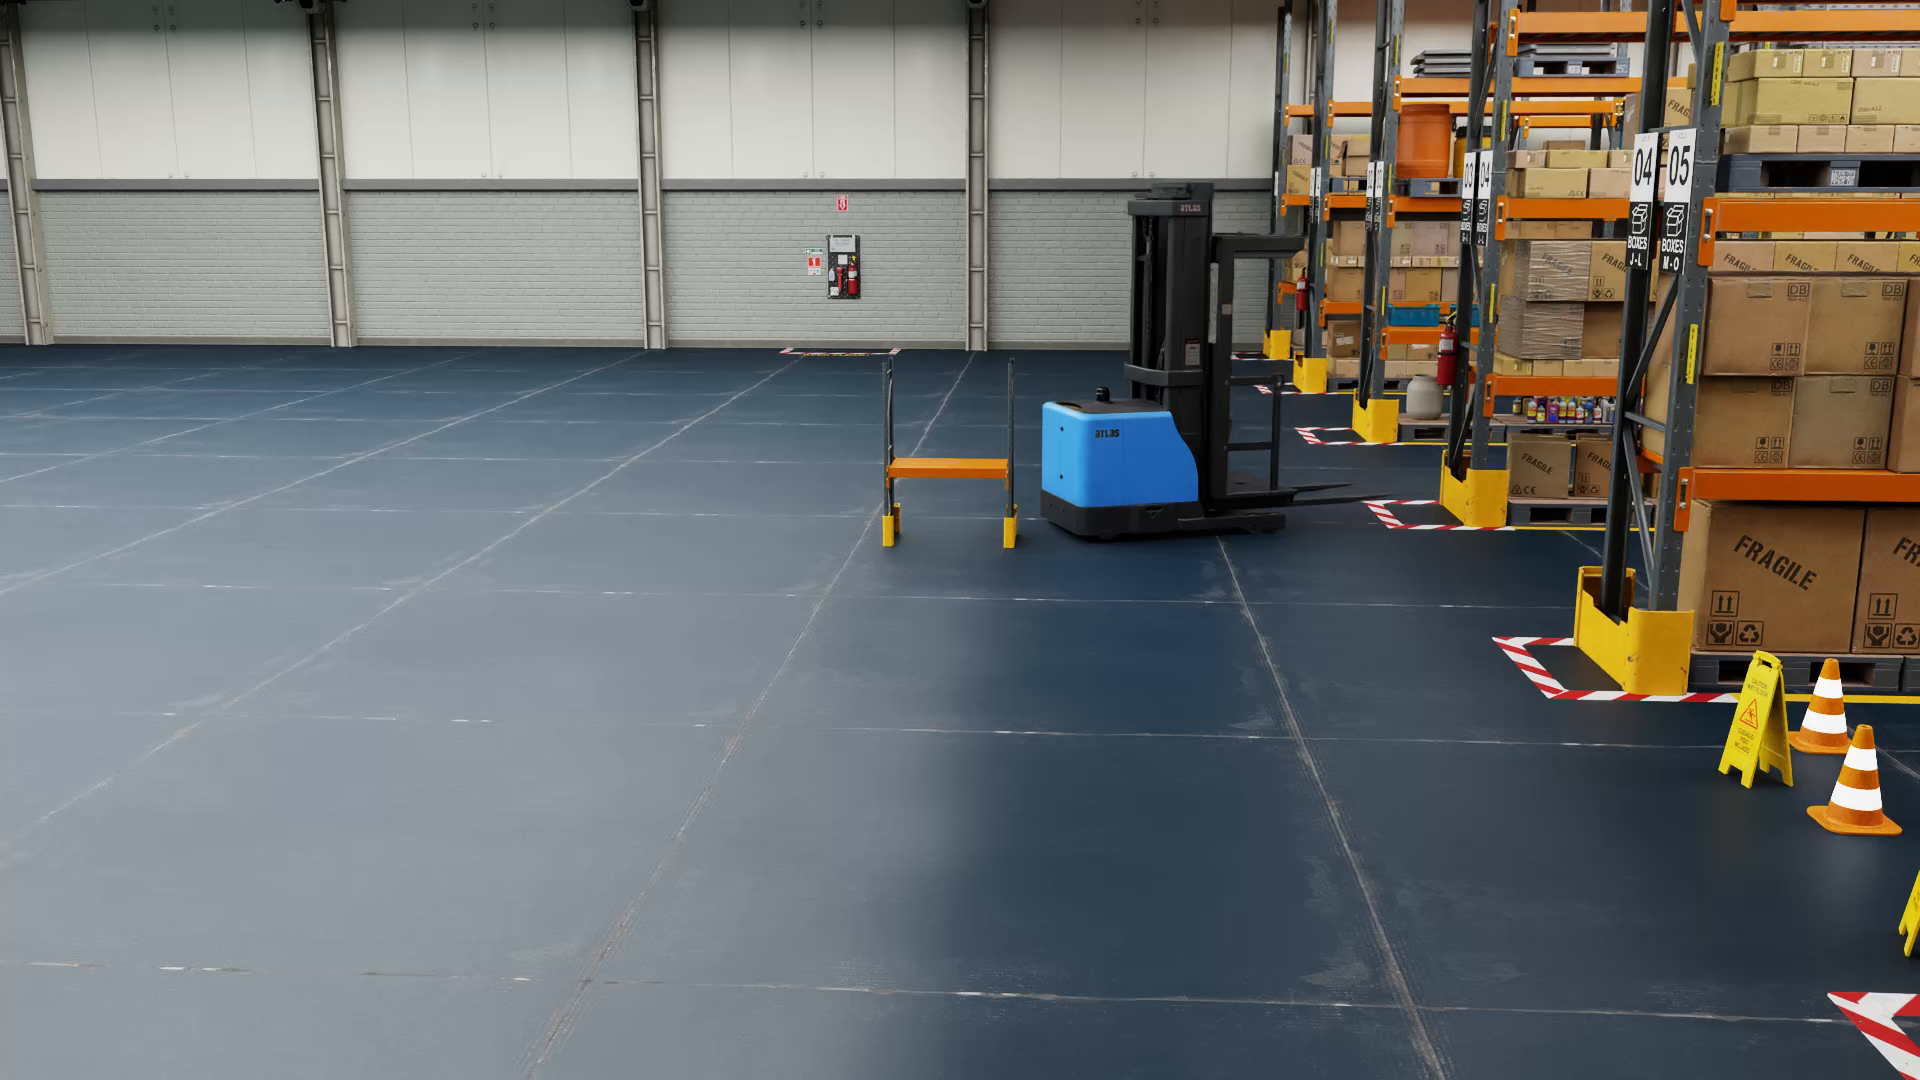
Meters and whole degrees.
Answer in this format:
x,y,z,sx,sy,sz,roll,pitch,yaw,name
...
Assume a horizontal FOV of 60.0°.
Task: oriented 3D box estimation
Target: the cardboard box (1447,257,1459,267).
x,y,z,sx,sy,sz,roll,pitch,yaw,name
7.124,-4.018,23.990,0.250,0.149,0.380,1,12,4,cardboard box

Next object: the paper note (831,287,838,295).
x,y,z,sx,sy,sz,roll,pitch,yaw,name
-2.325,-4.610,30.802,0.142,0.148,0.016,1,12,4,paper note

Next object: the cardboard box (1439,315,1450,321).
x,y,z,sx,sy,sz,roll,pitch,yaw,name
8.494,-3.677,29.221,0.500,0.500,0.500,0,12,-1,cardboard box

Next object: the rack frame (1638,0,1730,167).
x,y,z,sx,sy,sz,roll,pitch,yaw,name
4.116,-3.623,9.278,0.127,3.000,1.000,1,12,4,rack frame

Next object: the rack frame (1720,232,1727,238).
x,y,z,sx,sy,sz,roll,pitch,yaw,name
8.870,-2.655,19.302,0.053,2.616,0.949,1,12,4,rack frame

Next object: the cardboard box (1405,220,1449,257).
x,y,z,sx,sy,sz,roll,pitch,yaw,name
6.759,-4.383,24.154,0.500,0.500,0.700,1,12,4,cardboard box

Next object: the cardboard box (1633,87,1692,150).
x,y,z,sx,sy,sz,roll,pitch,yaw,name
6.011,-3.530,13.970,0.500,0.500,0.500,1,12,4,cardboard box

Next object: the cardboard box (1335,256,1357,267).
x,y,z,sx,sy,sz,roll,pitch,yaw,name
5.591,-4.039,24.092,0.250,0.149,0.380,1,12,3,cardboard box

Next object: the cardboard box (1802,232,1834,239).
x,y,z,sx,sy,sz,roll,pitch,yaw,name
14.495,-5.130,28.284,0.500,0.250,0.500,1,12,3,cardboard box

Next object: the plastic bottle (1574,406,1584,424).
x,y,z,sx,sy,sz,roll,pitch,yaw,name
7.208,-1.460,19.350,0.097,0.201,0.097,0,12,0,plastic bottle

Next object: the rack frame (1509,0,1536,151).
x,y,z,sx,sy,sz,roll,pitch,yaw,name
9.532,-7.616,28.367,0.127,3.000,1.000,1,12,4,rack frame

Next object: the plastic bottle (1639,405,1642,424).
x,y,z,sx,sy,sz,roll,pitch,yaw,name
7.851,-1.487,19.282,0.133,0.283,0.061,2,12,8,plastic bottle

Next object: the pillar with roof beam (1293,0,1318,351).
x,y,z,sx,sy,sz,roll,pitch,yaw,name
6.009,-6.958,25.223,0.548,9.000,9.100,1,12,4,pillar with roof beam

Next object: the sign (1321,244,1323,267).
x,y,z,sx,sy,sz,roll,pitch,yaw,name
5.170,-4.071,23.766,0.005,0.325,0.100,1,12,4,sign

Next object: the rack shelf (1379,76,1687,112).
x,y,z,sx,sy,sz,roll,pitch,yaw,name
6.874,-5.071,18.937,4.000,0.370,1.077,1,12,4,rack shelf

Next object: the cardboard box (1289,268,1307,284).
x,y,z,sx,sy,sz,roll,pitch,yaw,name
6.006,-4.599,28.914,0.500,0.250,0.500,0,12,2,cardboard box

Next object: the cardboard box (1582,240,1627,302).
x,y,z,sx,sy,sz,roll,pitch,yaw,name
5.577,-2.311,14.245,0.500,0.500,0.500,1,12,4,cardboard box

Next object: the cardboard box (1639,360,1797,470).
x,y,z,sx,sy,sz,roll,pitch,yaw,name
4.489,-0.764,9.897,0.550,0.550,0.875,1,12,4,cardboard box

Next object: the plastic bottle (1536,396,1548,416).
x,y,z,sx,sy,sz,roll,pitch,yaw,name
6.984,-1.629,19.961,0.133,0.283,0.061,1,12,4,plastic bottle

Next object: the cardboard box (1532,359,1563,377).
x,y,z,sx,sy,sz,roll,pitch,yaw,name
5.064,-1.515,14.469,0.250,0.149,0.380,1,12,4,cardboard box

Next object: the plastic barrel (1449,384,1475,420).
x,y,z,sx,sy,sz,roll,pitch,yaw,name
6.041,-1.698,19.778,0.421,0.512,0.421,0,12,0,plastic barrel

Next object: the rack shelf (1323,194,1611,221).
x,y,z,sx,sy,sz,roll,pitch,yaw,name
7.209,-4.811,24.040,4.000,0.370,1.077,1,12,4,rack shelf

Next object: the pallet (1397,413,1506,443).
x,y,z,sx,sy,sz,roll,pitch,yaw,name
5.768,-1.341,19.835,1.213,0.211,1.003,1,12,4,pallet

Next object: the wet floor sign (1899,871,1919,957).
x,y,z,sx,sy,sz,roll,pitch,yaw,name
3.768,1.258,6.350,0.232,0.644,0.267,5,13,23,wet floor sign

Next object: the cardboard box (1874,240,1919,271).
x,y,z,sx,sy,sz,roll,pitch,yaw,name
8.071,-2.277,14.086,0.500,0.500,0.500,1,12,4,cardboard box

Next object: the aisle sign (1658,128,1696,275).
x,y,z,sx,sy,sz,roll,pitch,yaw,name
4.025,-1.898,9.338,0.004,0.787,0.394,1,12,4,aisle sign

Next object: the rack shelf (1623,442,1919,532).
x,y,z,sx,sy,sz,roll,pitch,yaw,name
6.111,-0.307,9.835,4.000,0.370,1.077,1,12,4,rack shelf

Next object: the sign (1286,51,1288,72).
x,y,z,sx,sy,sz,roll,pitch,yaw,name
5.504,-8.055,27.995,0.005,0.325,0.100,1,12,4,sign

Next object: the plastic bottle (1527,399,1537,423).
x,y,z,sx,sy,sz,roll,pitch,yaw,name
6.667,-1.501,19.378,0.097,0.271,0.097,0,12,0,plastic bottle

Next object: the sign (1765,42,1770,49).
x,y,z,sx,sy,sz,roll,pitch,yaw,name
8.822,-5.377,18.176,0.005,0.325,0.100,1,12,4,sign

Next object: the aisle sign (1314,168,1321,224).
x,y,z,sx,sy,sz,roll,pitch,yaw,name
5.127,-4.933,23.843,0.004,0.787,0.394,1,12,4,aisle sign

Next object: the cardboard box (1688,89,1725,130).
x,y,z,sx,sy,sz,roll,pitch,yaw,name
4.623,-2.532,9.758,0.500,0.250,0.500,1,12,4,cardboard box

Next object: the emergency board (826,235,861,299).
x,y,z,sx,sy,sz,roll,pitch,yaw,name
-2.153,-5.025,30.633,0.643,1.169,0.194,1,12,4,emergency board

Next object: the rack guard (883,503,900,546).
x,y,z,sx,sy,sz,roll,pitch,yaw,name
-0.573,-0.130,13.950,0.087,0.250,0.587,1,12,4,rack guard

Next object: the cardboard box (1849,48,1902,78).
x,y,z,sx,sy,sz,roll,pitch,yaw,name
4.932,-2.600,9.110,0.250,0.149,0.380,1,12,3,cardboard box

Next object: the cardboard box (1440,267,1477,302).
x,y,z,sx,sy,sz,roll,pitch,yaw,name
7.223,-3.741,24.253,0.500,0.500,0.700,1,12,5,cardboard box

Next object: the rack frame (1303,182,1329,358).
x,y,z,sx,sy,sz,roll,pitch,yaw,name
5.213,-3.722,24.404,0.127,3.000,1.000,1,12,4,rack frame

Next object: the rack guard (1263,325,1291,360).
x,y,z,sx,sy,sz,roll,pitch,yaw,name
5.617,-3.509,29.493,0.348,0.500,1.175,1,12,4,rack guard

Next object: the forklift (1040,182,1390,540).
x,y,z,sx,sy,sz,roll,pitch,yaw,name
2.279,-1.587,14.367,3.031,2.935,1.130,-4,12,-17,forklift

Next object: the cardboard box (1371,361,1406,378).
x,y,z,sx,sy,sz,roll,pitch,yaw,name
6.233,-2.523,24.361,0.500,0.250,0.500,1,12,4,cardboard box

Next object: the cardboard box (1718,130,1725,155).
x,y,z,sx,sy,sz,roll,pitch,yaw,name
4.470,-2.351,9.867,0.250,0.149,0.380,1,12,4,cardboard box

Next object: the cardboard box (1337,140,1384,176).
x,y,z,sx,sy,sz,roll,pitch,yaw,name
5.787,-5.506,23.988,0.637,0.503,0.797,2,12,8,cardboard box

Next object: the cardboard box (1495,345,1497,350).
x,y,z,sx,sy,sz,roll,pitch,yaw,name
7.730,-2.871,24.194,0.500,0.500,0.500,1,12,4,cardboard box

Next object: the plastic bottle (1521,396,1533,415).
x,y,z,sx,sy,sz,roll,pitch,yaw,name
6.858,-1.662,20.118,0.133,0.283,0.061,1,12,5,plastic bottle

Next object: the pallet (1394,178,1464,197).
x,y,z,sx,sy,sz,roll,pitch,yaw,name
5.698,-4.054,19.130,1.213,0.211,1.003,1,12,4,pallet

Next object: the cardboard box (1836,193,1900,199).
x,y,z,sx,sy,sz,roll,pitch,yaw,name
7.546,-3.000,13.996,0.500,0.250,0.500,1,12,5,cardboard box

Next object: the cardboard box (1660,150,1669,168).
x,y,z,sx,sy,sz,roll,pitch,yaw,name
5.829,-3.213,14.038,0.250,0.149,0.380,1,12,4,cardboard box

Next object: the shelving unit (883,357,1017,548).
x,y,z,sx,sy,sz,roll,pitch,yaw,name
-0.076,-0.735,13.789,1.083,1.500,0.587,1,12,4,shelving unit
